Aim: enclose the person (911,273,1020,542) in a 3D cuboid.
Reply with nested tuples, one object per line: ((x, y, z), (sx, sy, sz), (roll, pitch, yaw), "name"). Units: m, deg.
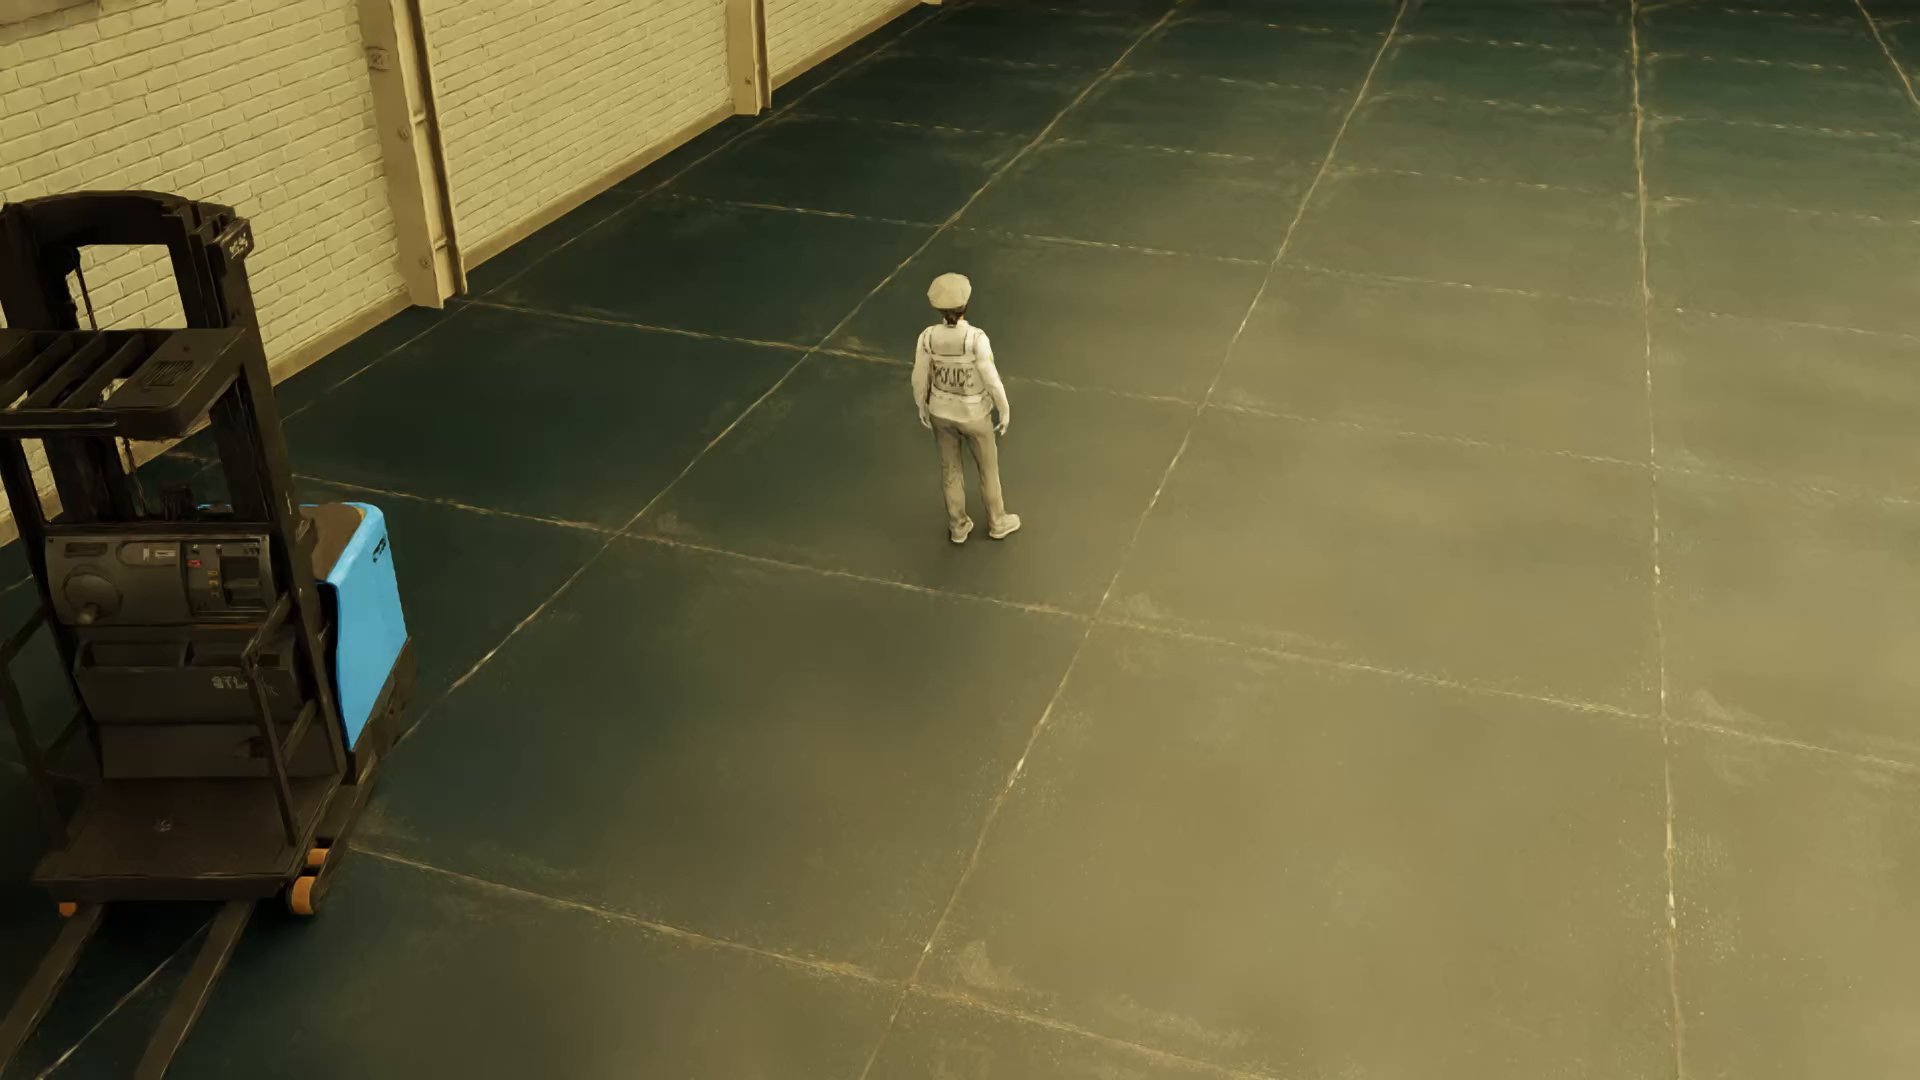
((0.029, -0.773, 9.726), (0.586, 1.695, 0.532), (10, 31, 16), "person")

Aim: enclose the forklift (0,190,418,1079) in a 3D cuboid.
((-3.338, 0.206, 6.776), (1.130, 2.935, 3.031), (-1, 30, -1), "forklift")
